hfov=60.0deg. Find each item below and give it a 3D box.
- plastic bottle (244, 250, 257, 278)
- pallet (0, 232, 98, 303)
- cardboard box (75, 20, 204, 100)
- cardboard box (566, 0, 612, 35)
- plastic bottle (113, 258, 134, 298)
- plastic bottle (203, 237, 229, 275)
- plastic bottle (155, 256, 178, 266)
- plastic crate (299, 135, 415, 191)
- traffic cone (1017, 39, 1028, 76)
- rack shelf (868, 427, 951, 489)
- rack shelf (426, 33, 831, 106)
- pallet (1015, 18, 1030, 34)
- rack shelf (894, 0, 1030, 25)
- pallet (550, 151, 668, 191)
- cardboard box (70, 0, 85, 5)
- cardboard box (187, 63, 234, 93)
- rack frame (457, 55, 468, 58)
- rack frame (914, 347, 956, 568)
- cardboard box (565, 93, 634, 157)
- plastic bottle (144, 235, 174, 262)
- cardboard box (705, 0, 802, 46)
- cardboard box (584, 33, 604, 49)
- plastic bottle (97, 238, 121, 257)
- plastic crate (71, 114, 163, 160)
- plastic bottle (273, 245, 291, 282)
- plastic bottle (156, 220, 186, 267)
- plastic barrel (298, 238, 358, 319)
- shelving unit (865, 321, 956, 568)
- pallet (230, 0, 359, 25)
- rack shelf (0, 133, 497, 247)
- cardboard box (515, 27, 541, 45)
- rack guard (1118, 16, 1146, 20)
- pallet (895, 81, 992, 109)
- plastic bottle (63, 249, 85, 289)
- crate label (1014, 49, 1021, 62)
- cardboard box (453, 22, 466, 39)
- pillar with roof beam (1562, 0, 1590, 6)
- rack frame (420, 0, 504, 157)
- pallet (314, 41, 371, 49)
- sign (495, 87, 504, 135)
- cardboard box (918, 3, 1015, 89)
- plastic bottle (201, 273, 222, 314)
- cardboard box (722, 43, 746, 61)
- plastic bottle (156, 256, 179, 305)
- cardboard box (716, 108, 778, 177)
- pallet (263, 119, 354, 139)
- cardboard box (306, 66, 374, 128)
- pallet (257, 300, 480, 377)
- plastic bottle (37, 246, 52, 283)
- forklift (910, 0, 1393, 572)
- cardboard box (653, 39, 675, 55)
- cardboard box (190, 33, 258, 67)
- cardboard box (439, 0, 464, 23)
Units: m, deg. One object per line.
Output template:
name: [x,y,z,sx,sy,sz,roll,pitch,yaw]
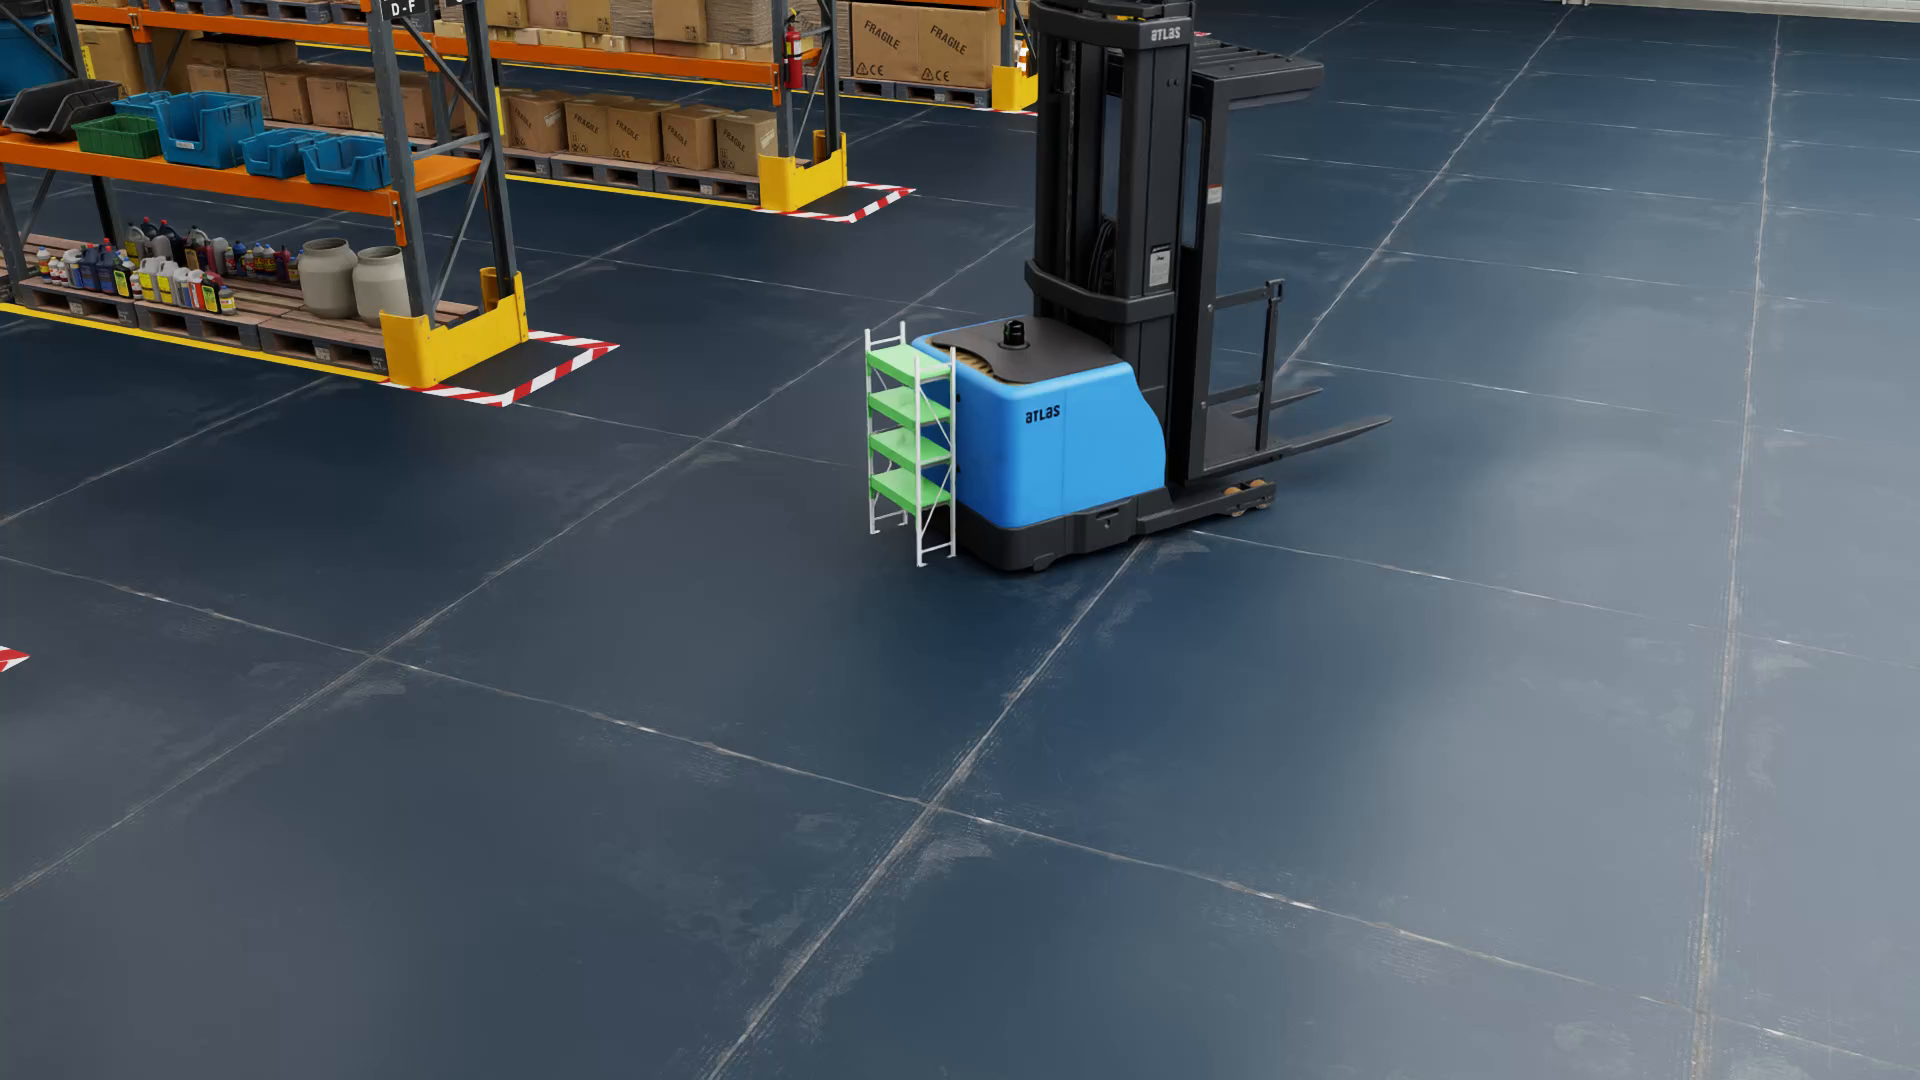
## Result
plastic bottle: [-5.481,-2.139,12.869,0.097,0.201,0.097,0,26,0]
pallet: [-7.839,-2.250,13.580,1.213,0.211,1.003,11,28,22]
cardboard box: [-9.319,-5.465,18.885,0.875,0.875,1.225,10,28,19]
cardboard box: [-3.298,-5.171,15.907,0.500,0.500,0.875,11,28,22]
plastic bottle: [-6.240,-1.955,12.403,0.133,0.283,0.061,13,29,24]
plastic bottle: [-5.787,-2.221,12.950,0.135,0.276,0.152,12,29,23]
plastic bottle: [-5.948,-1.985,12.472,0.135,0.276,0.152,11,28,22]
plastic crate: [-4.046,-2.546,11.193,0.616,0.251,0.499,11,28,22]
traffic cone: [0.833,-6.139,21.194,0.334,0.463,0.336,11,28,22]
rack shelf: [-0.264,-0.455,8.960,0.258,0.148,0.480,-16,31,-30]
rack shelf: [-3.237,-4.676,16.165,4.000,0.370,1.077,11,28,22]
pallet: [0.785,-7.767,24.786,1.213,0.211,1.003,11,28,22]
rack shelf: [-1.092,-6.652,20.179,4.000,0.370,1.077,11,28,22]
pallet: [-3.317,-3.782,16.693,1.213,0.211,1.003,11,28,22]
cardboard box: [-9.702,-6.224,18.383,0.500,0.500,0.500,11,28,21]
cardboard box: [-8.081,-5.057,18.457,0.500,0.500,0.700,10,28,19]
rack frame: [-6.554,-8.071,22.248,0.127,3.000,1.000,11,28,22]
rack frame: [-0.128,-0.422,8.749,0.240,1.200,0.015,-16,31,-30]
cardboard box: [-3.588,-4.158,16.654,0.500,0.500,0.500,9,28,17]
plastic bottle: [-6.266,-2.247,13.003,0.135,0.276,0.152,11,28,22]
cardboard box: [-1.906,-4.923,15.403,0.500,0.500,0.875,11,28,22]
cardboard box: [-3.369,-4.795,15.877,0.250,0.149,0.380,11,28,22]
plastic bottle: [-6.485,-2.125,12.671,0.185,0.351,0.144,11,28,22]
plastic crate: [-5.989,-2.916,12.016,0.662,0.188,0.450,11,28,22]
plastic bottle: [-5.187,-2.125,12.748,0.133,0.283,0.061,12,29,23]
plastic bottle: [-6.228,-2.345,13.117,0.185,0.351,0.144,10,28,19]
plastic barrel: [-4.554,-1.895,12.044,0.421,0.512,0.421,0,26,0]
shelving unit: [-0.264,-0.512,8.931,0.258,1.200,0.503,-16,31,-30]
pallet: [-6.880,-5.664,17.575,1.213,0.211,1.003,11,28,22]
rack shelf: [-5.287,-2.684,12.120,4.000,0.370,1.077,11,28,22]
cardboard box: [-4.083,-4.901,16.094,0.250,0.149,0.380,11,28,22]
rack guard: [2.616,-7.510,23.937,0.348,0.500,1.175,11,28,22]
pallet: [-0.032,-5.472,20.126,1.213,0.211,1.003,11,28,22]
plastic bottle: [-6.694,-2.065,12.635,0.135,0.276,0.152,12,29,24]
crate label: [0.869,-6.503,22.304,0.298,0.136,0.250,-2,26,-5]
cardboard box: [-4.764,-5.040,16.376,0.250,0.149,0.380,11,28,22]
pillar with roof beam: [8.156,-10.967,21.338,0.400,9.000,9.100,11,28,22]
rack frame: [-5.058,-5.364,16.749,0.127,3.000,1.000,11,28,22]
pallet: [-8.371,-7.187,23.610,1.213,0.211,1.003,11,28,22]
sign: [-3.235,-2.986,11.605,0.005,0.325,0.100,11,28,22]
cardboard box: [0.084,-5.941,19.851,0.875,0.875,0.875,12,28,22]
plastic bottle: [-5.434,-1.794,12.074,0.133,0.283,0.061,12,29,23]
cardboard box: [-1.989,-4.535,15.350,0.250,0.149,0.380,11,28,22]
plastic bottle: [-5.817,-1.921,12.256,0.185,0.351,0.144,13,29,24]
cardboard box: [-1.978,-3.821,15.969,0.500,0.500,0.500,17,31,31]
pallet: [-6.882,-4.477,18.105,1.213,0.211,1.003,11,28,22]
cardboard box: [-6.544,-4.758,17.850,0.500,0.500,0.700,9,28,17]
pallet: [-4.293,-1.536,12.131,1.213,0.211,1.003,11,28,22]
plastic bottle: [-6.999,-2.111,12.733,0.097,0.271,0.097,0,26,0]
forklift: [1.225,-1.628,9.238,3.031,2.935,1.130,-16,30,-29]
cardboard box: [-2.669,-4.674,15.633,0.250,0.149,0.380,11,28,22]
cardboard box: [-8.077,-5.397,18.300,0.500,0.250,0.500,13,29,24]
cardboard box: [-4.674,-5.435,16.444,0.500,0.500,0.875,11,28,22]
